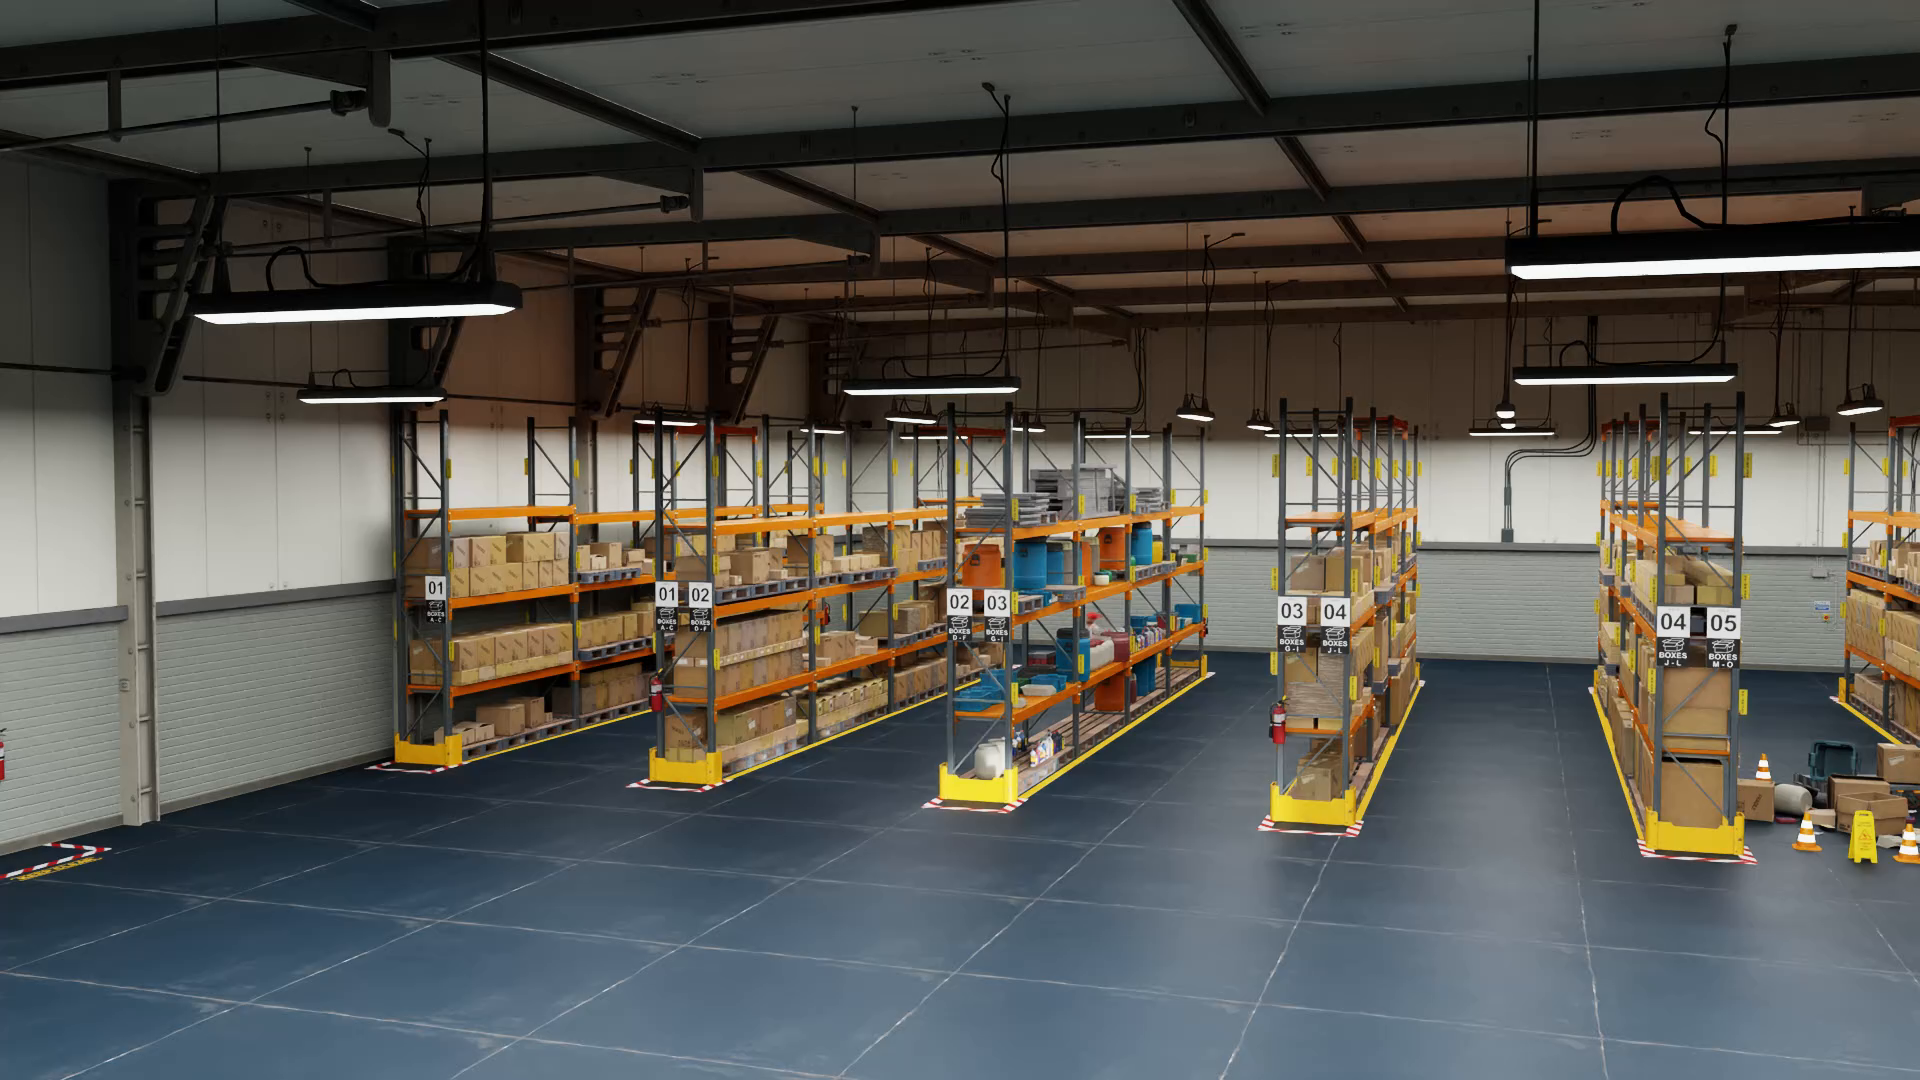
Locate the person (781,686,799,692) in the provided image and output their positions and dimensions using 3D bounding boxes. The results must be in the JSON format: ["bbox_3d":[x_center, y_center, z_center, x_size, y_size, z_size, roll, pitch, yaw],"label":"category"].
[{"bbox_3d":[-3.767,2.601,36.444,0.481,1.633,0.945,0,2,9],"label":"person"}]

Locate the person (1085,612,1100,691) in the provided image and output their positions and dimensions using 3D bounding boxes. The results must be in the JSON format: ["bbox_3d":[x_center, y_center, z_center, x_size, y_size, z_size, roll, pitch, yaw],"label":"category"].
[{"bbox_3d":[2.876,2.501,37.377,0.475,1.788,0.645,-2,3,-37],"label":"person"}]
